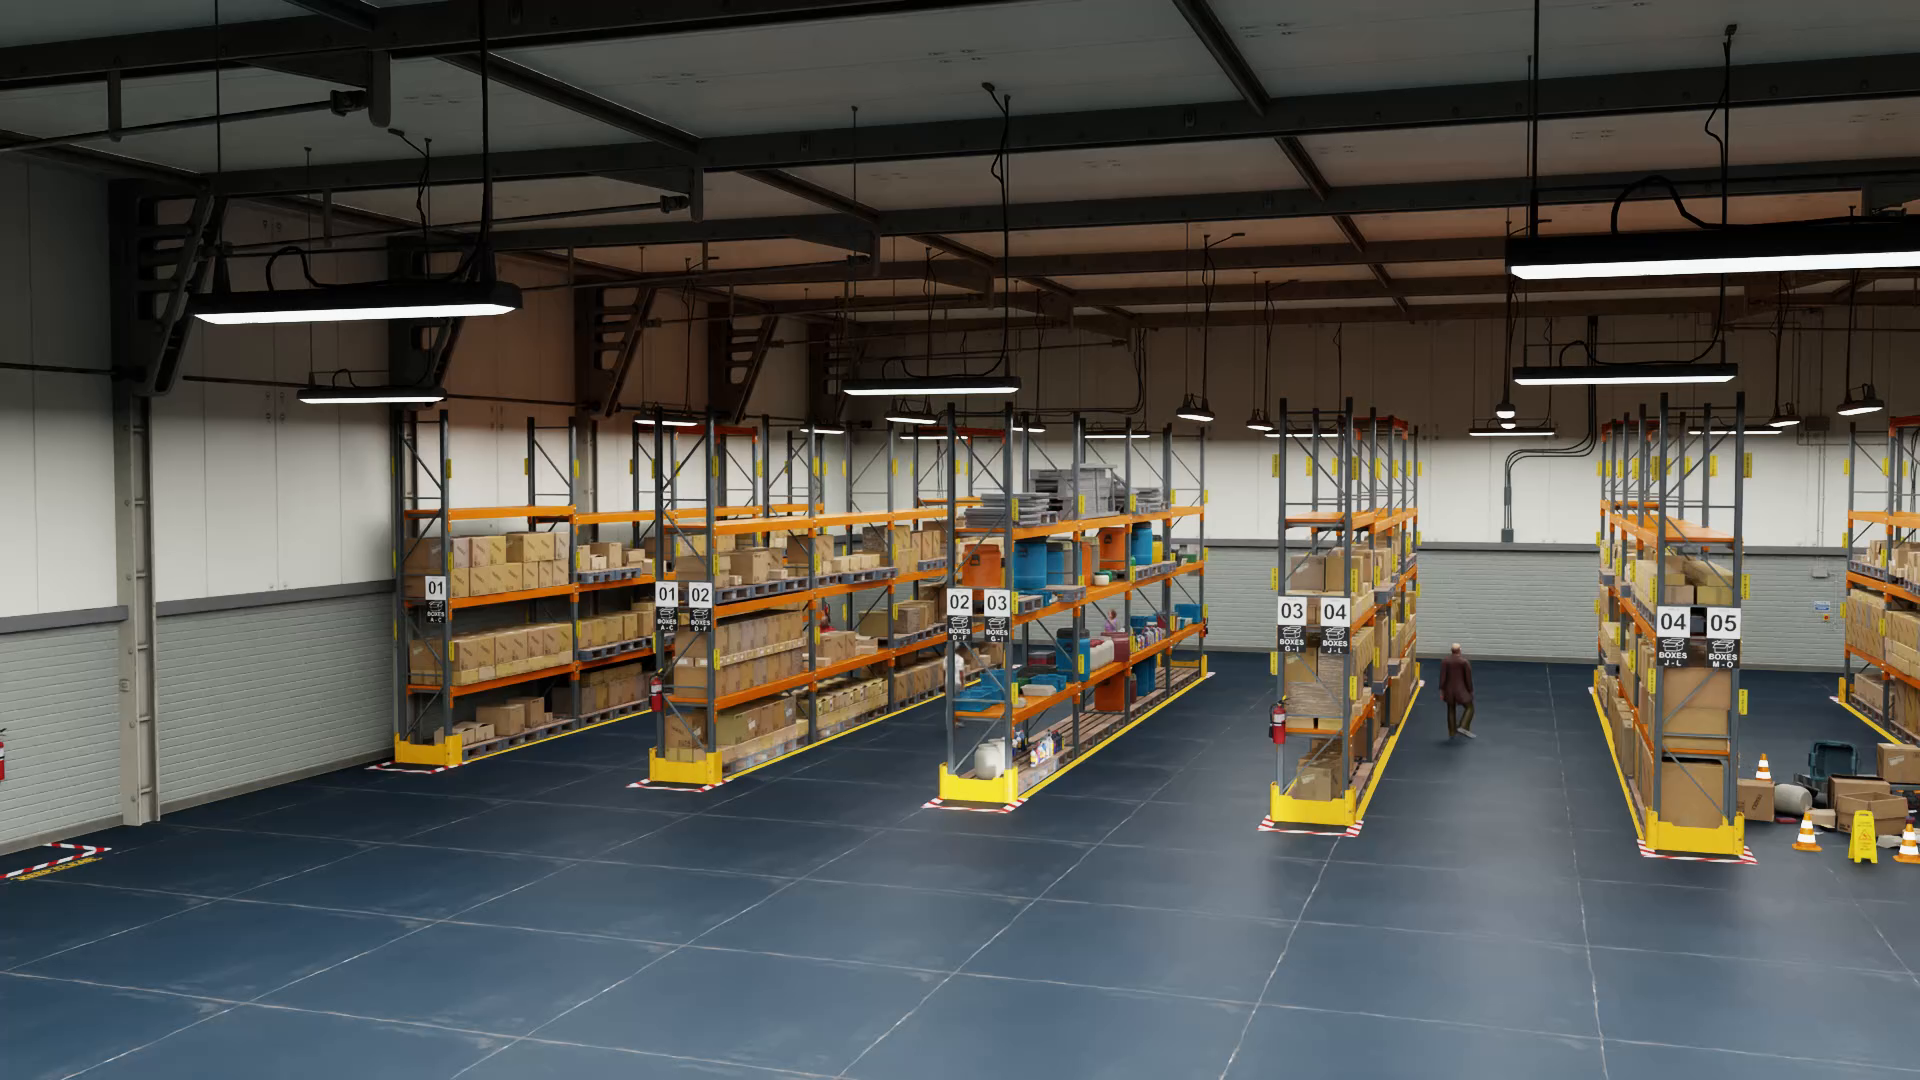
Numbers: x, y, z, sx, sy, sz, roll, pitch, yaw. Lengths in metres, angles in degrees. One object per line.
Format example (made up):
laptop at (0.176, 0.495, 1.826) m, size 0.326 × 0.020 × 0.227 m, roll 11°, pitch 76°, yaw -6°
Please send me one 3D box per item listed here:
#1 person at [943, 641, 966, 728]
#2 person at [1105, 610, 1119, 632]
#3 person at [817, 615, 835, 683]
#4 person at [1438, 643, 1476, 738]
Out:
person at (-0.102, 2.784, 31.958) m, size 0.499 × 1.676 × 0.444 m, roll 1°, pitch 3°, yaw 31°
person at (3.708, 2.470, 40.641) m, size 0.399 × 1.528 × 0.972 m, roll 1°, pitch 3°, yaw 17°
person at (-3.054, 2.566, 37.256) m, size 0.556 × 1.756 × 0.809 m, roll 0°, pitch 2°, yaw 11°
person at (9.229, 2.797, 30.778) m, size 0.736 × 1.774 × 0.558 m, roll 2°, pitch 3°, yaw 32°
